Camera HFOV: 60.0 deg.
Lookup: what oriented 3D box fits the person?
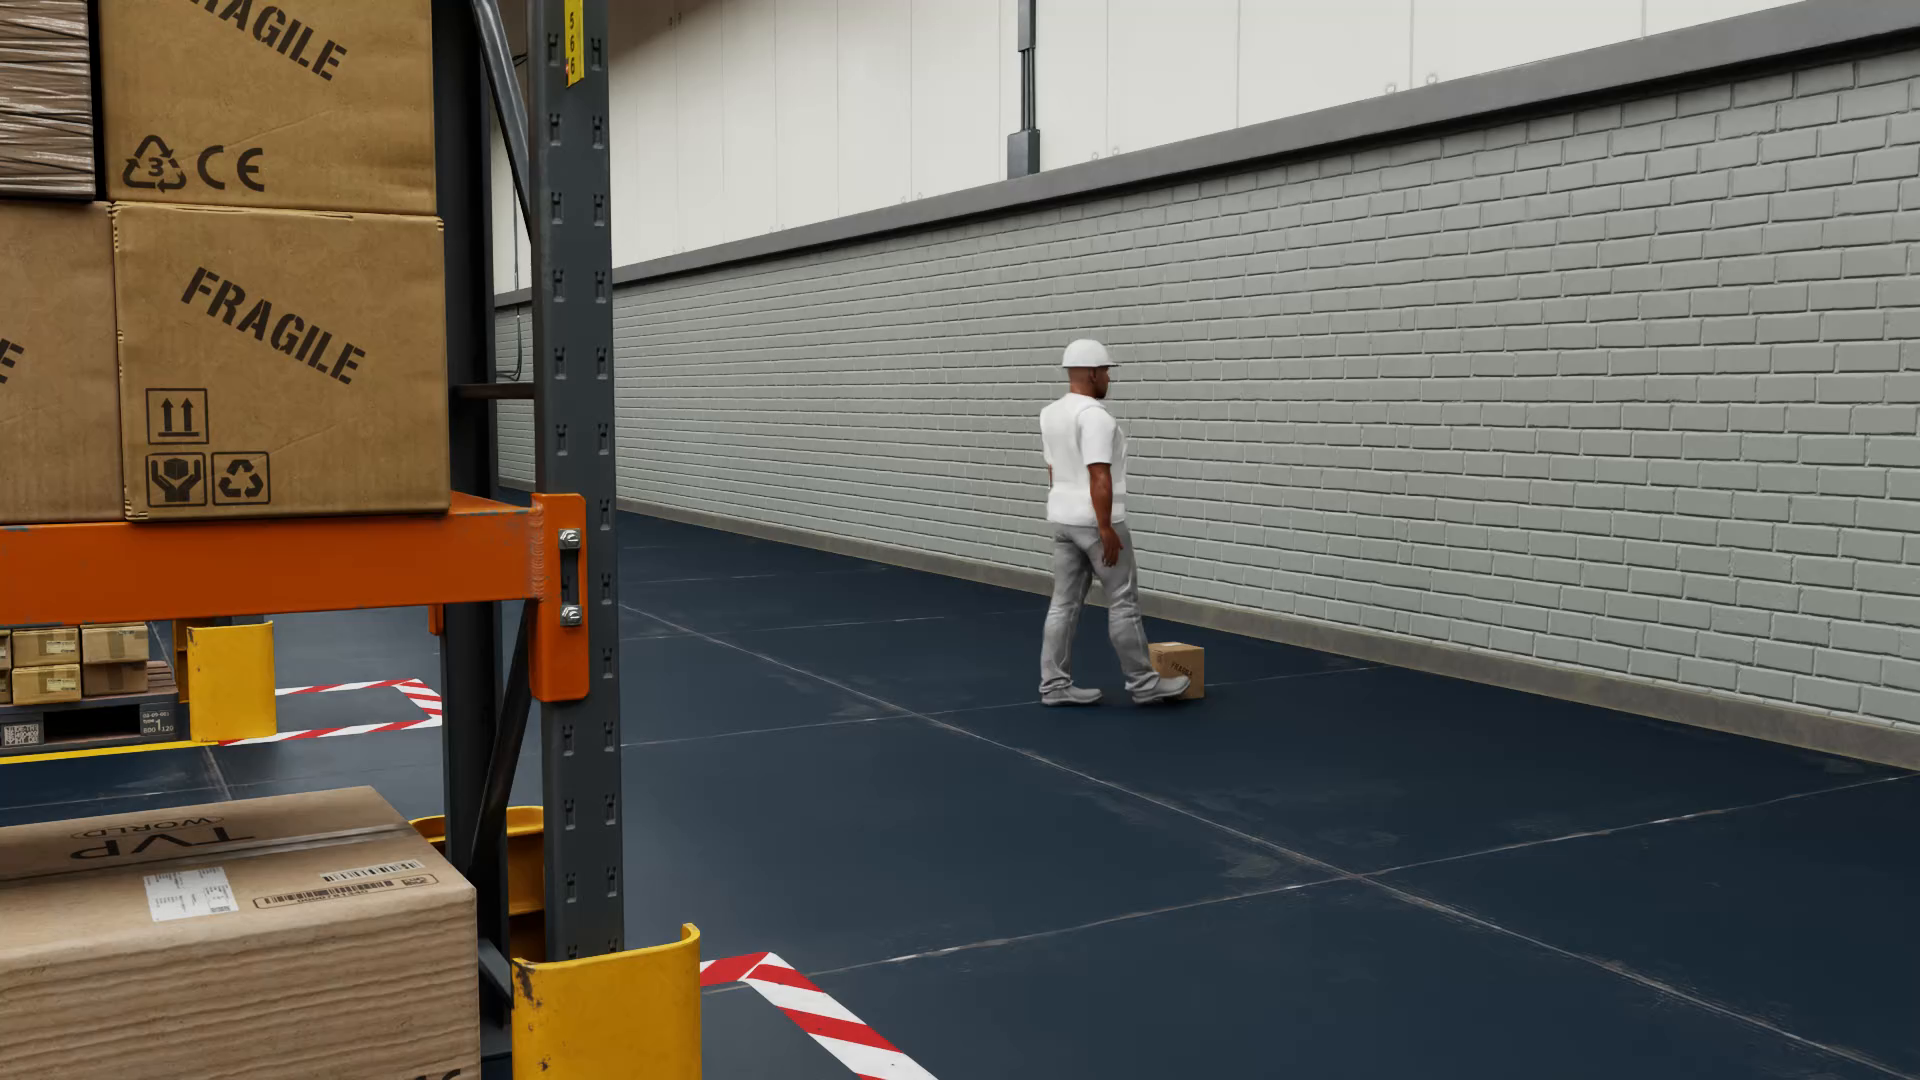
[{"bbox_3d":[0.727,-0.085,8.054,0.709,1.753,0.577,-3,6,-30],"label":"person"}]
